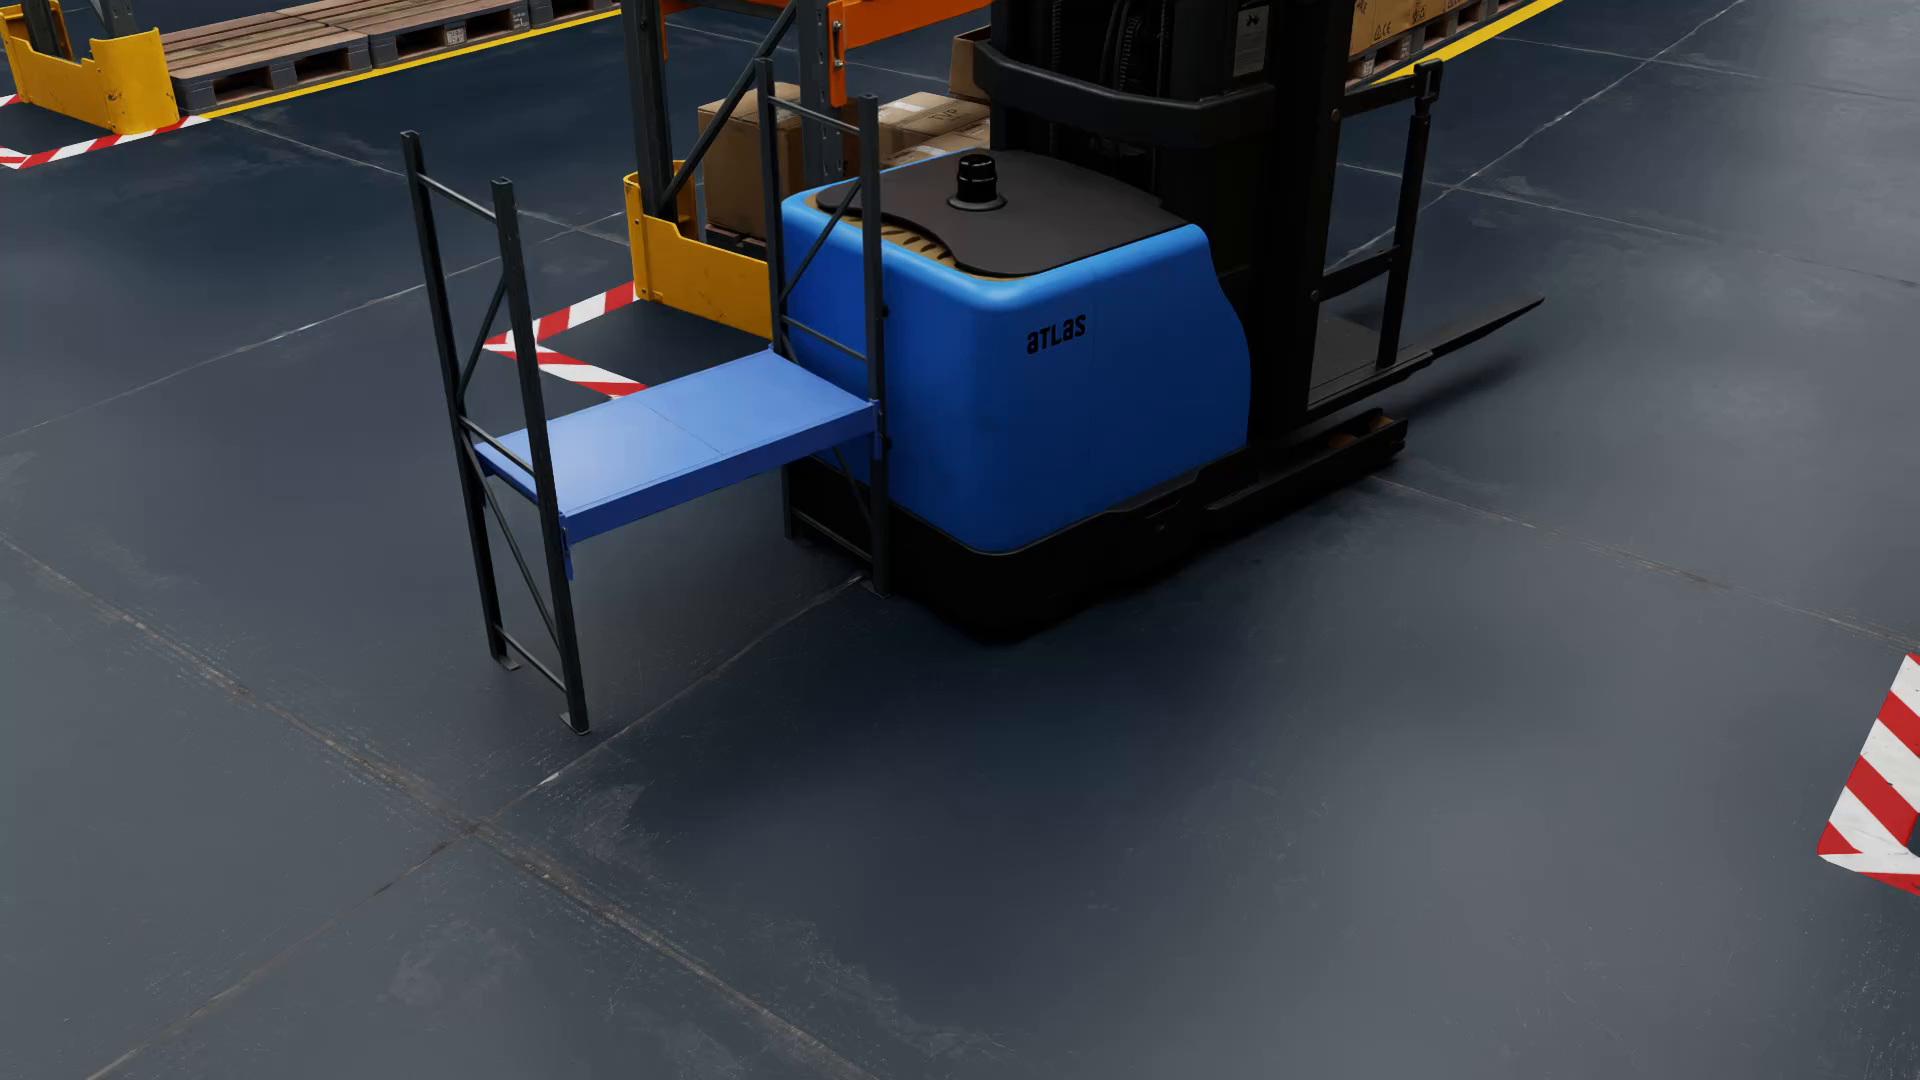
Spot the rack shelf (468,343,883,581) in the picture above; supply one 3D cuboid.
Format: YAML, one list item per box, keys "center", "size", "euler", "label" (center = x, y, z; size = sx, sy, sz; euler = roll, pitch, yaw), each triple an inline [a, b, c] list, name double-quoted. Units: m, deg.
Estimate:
- center: [-0.766, -0.242, 4.541]
  size: [1.000, 0.185, 0.538]
  euler: [-24, 38, -34]
  label: "rack shelf"

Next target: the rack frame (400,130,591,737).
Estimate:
- center: [-1.151, -0.228, 4.163]
  size: [0.032, 1.500, 0.500]
  euler: [-24, 38, -34]
  label: "rack frame"

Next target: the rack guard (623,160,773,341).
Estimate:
- center: [-0.821, -1.137, 6.678]
  size: [1.175, 0.500, 0.348]
  euler: [21, 37, 31]
  label: "rack guard"

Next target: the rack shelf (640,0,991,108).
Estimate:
- center: [0.340, -2.685, 7.543]
  size: [1.077, 0.370, 4.000]
  euler: [21, 37, 31]
  label: "rack shelf"

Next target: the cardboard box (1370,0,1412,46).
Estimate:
- center: [2.347, -3.263, 9.834]
  size: [0.500, 0.500, 0.500]
  euler: [22, 37, 32]
  label: "cardboard box"

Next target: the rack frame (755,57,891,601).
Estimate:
- center: [-0.381, -0.566, 4.735]
  size: [0.032, 1.500, 0.500]
  euler: [-24, 38, -34]
  label: "rack frame"

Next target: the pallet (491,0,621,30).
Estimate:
- center: [-2.812, -3.823, 11.493]
  size: [1.003, 0.211, 1.213]
  euler: [21, 37, 31]
  label: "pallet"

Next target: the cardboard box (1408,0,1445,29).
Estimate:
- center: [2.654, -3.464, 10.172]
  size: [0.500, 0.500, 0.500]
  euler: [22, 37, 32]
  label: "cardboard box"

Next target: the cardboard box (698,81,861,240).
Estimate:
- center: [-0.735, -1.592, 7.014]
  size: [0.500, 0.500, 0.500]
  euler: [21, 37, 31]
  label: "cardboard box"

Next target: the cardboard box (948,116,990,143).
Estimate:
- center: [0.291, -1.728, 7.489]
  size: [0.500, 0.250, 0.500]
  euler: [21, 37, 31]
  label: "cardboard box"

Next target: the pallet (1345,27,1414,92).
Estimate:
- center: [2.008, -2.950, 10.020]
  size: [1.003, 0.211, 1.213]
  euler: [21, 37, 31]
  label: "pallet"

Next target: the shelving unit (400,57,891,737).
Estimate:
- center: [-0.766, -0.397, 4.449]
  size: [1.048, 1.500, 0.538]
  euler: [-24, 38, -34]
  label: "shelving unit"

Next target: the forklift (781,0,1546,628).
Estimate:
- center: [0.892, -1.635, 5.134]
  size: [3.031, 2.935, 1.130]
  euler: [-24, 38, -34]
  label: "forklift"

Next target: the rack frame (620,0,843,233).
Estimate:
- center: [-0.867, -2.181, 5.988]
  size: [1.000, 3.000, 0.127]
  euler: [21, 37, 31]
  label: "rack frame"

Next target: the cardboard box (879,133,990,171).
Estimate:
- center: [-0.011, -1.524, 7.146]
  size: [0.500, 0.250, 0.500]
  euler: [21, 37, 31]
  label: "cardboard box"

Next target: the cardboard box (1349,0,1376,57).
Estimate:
- center: [2.034, -3.043, 9.462]
  size: [0.500, 0.500, 0.500]
  euler: [19, 36, 29]
  label: "cardboard box"

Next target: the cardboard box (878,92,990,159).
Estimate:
- center: [-0.138, -1.861, 7.714]
  size: [0.500, 0.250, 0.500]
  euler: [21, 37, 31]
  label: "cardboard box"

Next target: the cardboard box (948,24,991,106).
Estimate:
- center: [0.417, -2.157, 7.965]
  size: [0.797, 0.503, 0.637]
  euler: [21, 37, 31]
  label: "cardboard box"

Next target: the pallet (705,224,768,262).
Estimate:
- center: [-0.341, -1.337, 7.299]
  size: [1.003, 0.211, 1.213]
  euler: [21, 37, 31]
  label: "pallet"

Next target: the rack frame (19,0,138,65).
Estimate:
- center: [-4.814, -3.707, 8.563]
  size: [1.000, 3.000, 0.127]
  euler: [21, 37, 31]
  label: "rack frame"

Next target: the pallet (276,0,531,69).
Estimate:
- center: [-3.548, -3.325, 10.653]
  size: [1.003, 0.211, 1.213]
  euler: [21, 37, 31]
  label: "pallet"

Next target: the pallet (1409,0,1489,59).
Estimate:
- center: [2.744, -3.448, 10.860]
  size: [1.003, 0.211, 1.213]
  euler: [21, 37, 31]
  label: "pallet"

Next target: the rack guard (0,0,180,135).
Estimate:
- center: [-4.818, -2.618, 9.177]
  size: [1.175, 0.500, 0.348]
  euler: [21, 37, 31]
  label: "rack guard"

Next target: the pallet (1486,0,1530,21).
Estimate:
- center: [3.481, -3.941, 11.694]
  size: [1.003, 0.211, 1.213]
  euler: [21, 37, 31]
  label: "pallet"

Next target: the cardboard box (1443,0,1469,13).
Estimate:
- center: [2.960, -3.669, 10.519]
  size: [0.500, 0.500, 0.500]
  euler: [20, 36, 30]
  label: "cardboard box"

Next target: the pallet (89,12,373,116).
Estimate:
- center: [-4.285, -2.831, 9.819]
  size: [1.003, 0.211, 1.213]
  euler: [21, 37, 31]
  label: "pallet"
